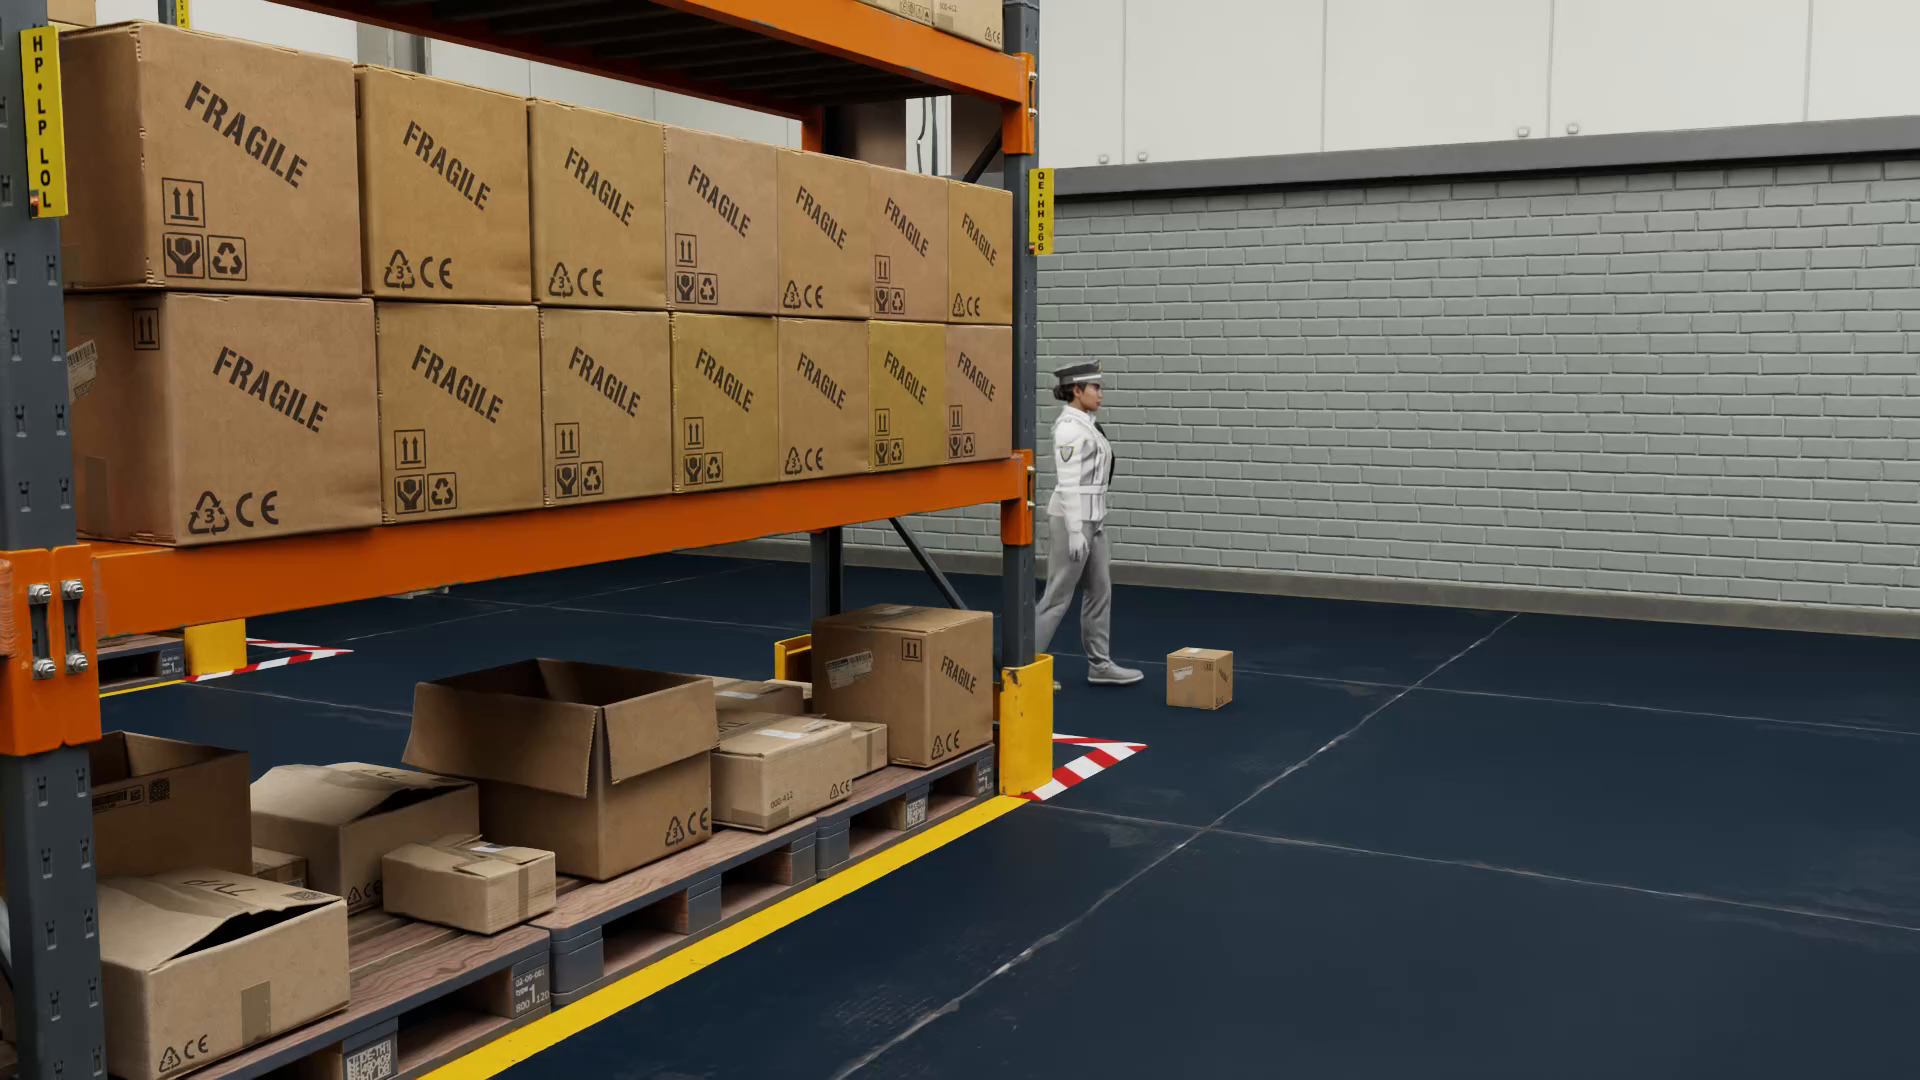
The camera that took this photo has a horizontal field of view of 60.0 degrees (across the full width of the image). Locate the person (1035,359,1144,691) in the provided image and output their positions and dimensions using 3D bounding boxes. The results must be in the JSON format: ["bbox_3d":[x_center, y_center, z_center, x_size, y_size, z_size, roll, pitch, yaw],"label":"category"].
[{"bbox_3d":[0.593,-0.077,8.373,0.639,1.664,0.522,1,6,13],"label":"person"}]
